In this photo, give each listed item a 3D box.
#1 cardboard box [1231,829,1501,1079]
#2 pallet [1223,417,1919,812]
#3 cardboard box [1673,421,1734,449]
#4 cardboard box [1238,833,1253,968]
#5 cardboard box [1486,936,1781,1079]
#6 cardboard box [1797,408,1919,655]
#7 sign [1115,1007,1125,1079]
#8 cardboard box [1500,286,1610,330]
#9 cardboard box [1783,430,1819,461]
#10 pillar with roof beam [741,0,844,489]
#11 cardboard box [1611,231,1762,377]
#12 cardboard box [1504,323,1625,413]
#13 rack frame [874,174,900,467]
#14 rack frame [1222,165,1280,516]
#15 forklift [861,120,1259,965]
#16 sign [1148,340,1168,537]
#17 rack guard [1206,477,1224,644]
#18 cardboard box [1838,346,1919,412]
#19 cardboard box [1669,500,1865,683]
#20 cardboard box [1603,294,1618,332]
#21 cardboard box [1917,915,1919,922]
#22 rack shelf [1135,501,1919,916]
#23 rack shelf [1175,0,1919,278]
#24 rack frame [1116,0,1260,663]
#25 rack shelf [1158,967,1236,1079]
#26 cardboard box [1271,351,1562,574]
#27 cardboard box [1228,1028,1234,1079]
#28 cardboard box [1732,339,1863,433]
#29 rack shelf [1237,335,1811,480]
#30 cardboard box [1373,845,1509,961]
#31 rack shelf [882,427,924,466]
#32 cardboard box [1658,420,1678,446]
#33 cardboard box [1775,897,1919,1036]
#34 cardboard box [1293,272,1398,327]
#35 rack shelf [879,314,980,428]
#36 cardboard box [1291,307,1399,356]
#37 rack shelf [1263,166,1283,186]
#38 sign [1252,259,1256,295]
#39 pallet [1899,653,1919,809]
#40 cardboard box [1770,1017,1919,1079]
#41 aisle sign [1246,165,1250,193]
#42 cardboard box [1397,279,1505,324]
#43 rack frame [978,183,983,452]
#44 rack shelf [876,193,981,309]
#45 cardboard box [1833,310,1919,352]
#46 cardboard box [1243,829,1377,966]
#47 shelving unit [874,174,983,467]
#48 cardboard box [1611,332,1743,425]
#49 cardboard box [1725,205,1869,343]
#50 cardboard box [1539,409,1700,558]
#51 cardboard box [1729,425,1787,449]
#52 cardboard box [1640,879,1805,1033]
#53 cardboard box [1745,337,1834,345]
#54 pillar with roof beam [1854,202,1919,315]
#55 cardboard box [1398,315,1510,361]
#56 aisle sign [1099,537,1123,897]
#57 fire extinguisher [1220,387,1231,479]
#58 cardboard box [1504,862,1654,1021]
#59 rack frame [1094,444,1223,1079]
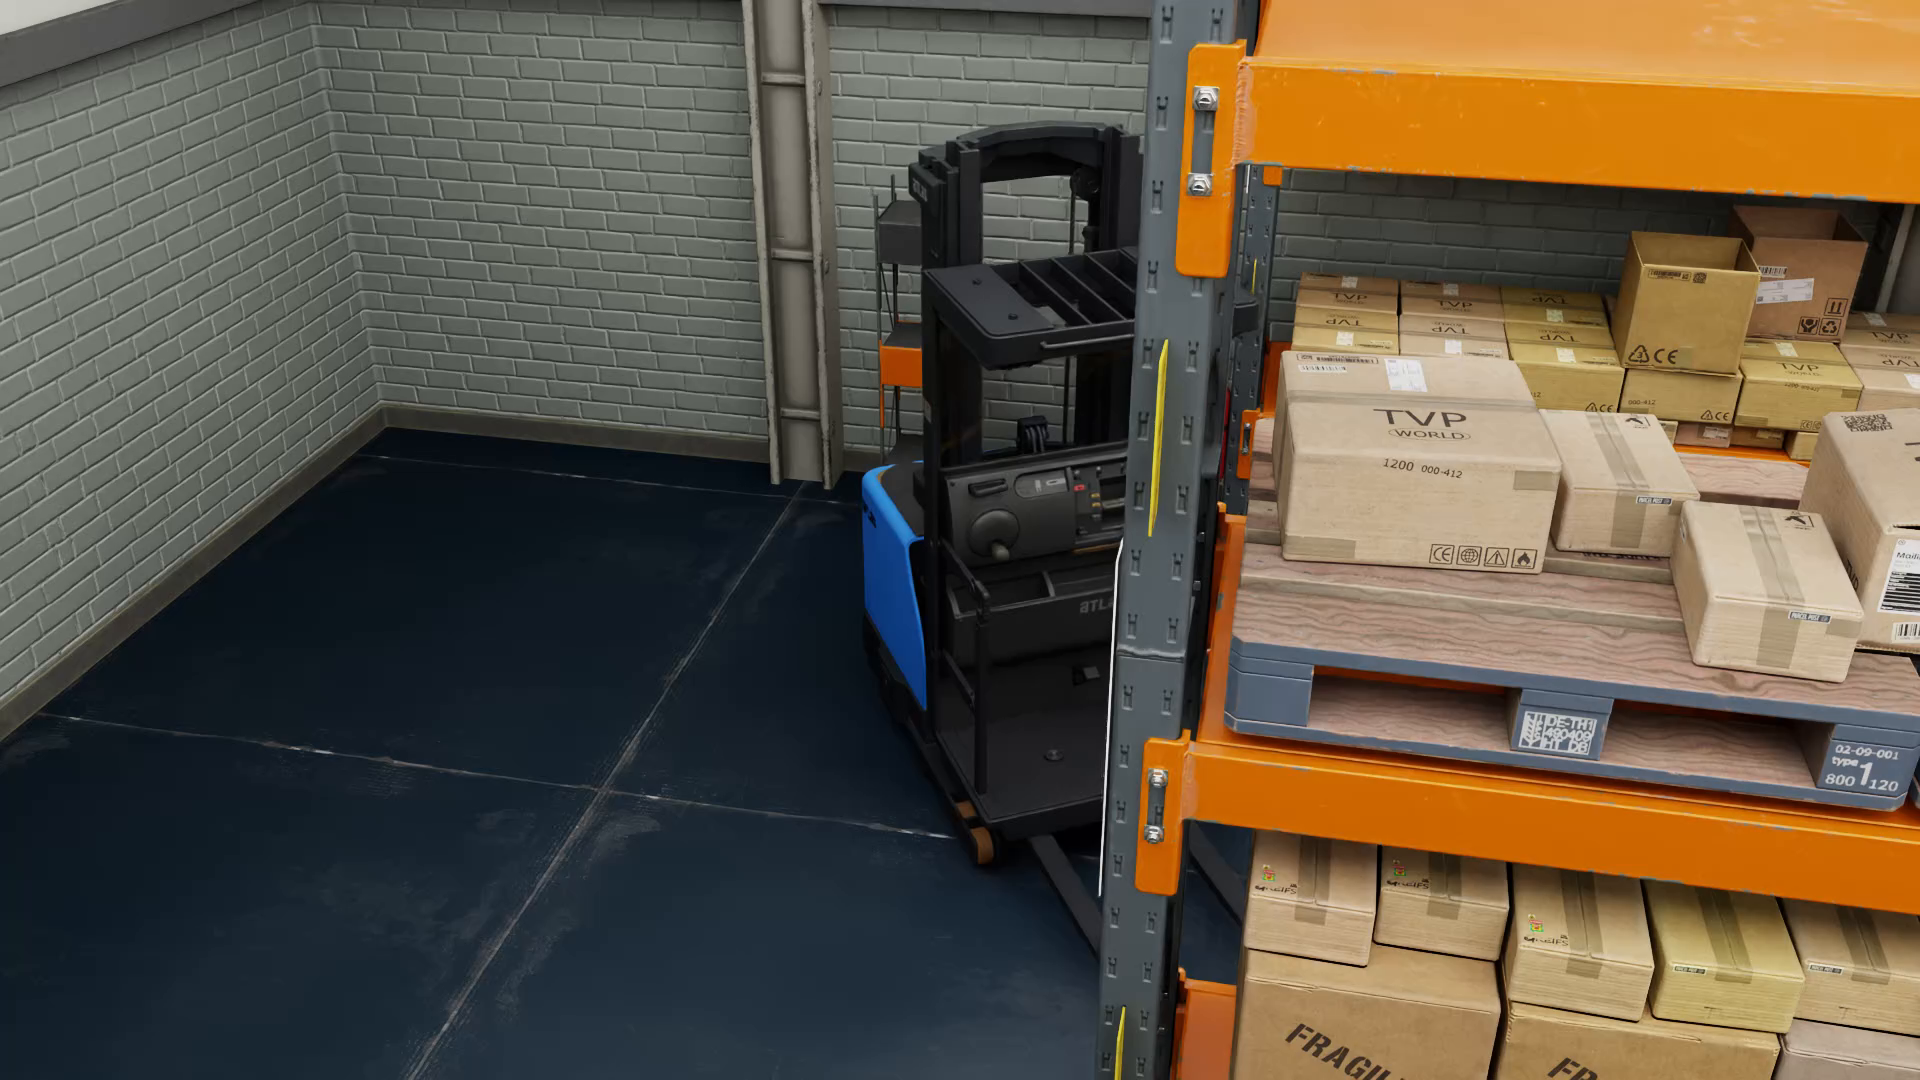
[{"bbox_3d":[0.868,1.003,3.649,0.500,0.500,0.500,5,29,9],"label":"cardboard box"},{"bbox_3d":[1.186,0.096,3.419,1.213,0.211,1.003,6,29,11],"label":"pallet"},{"bbox_3d":[3.533,-0.593,7.971,0.250,0.149,0.380,6,29,10],"label":"cardboard box"},{"bbox_3d":[0.979,0.758,4.097,0.500,0.500,0.500,7,29,12],"label":"cardboard box"},{"bbox_3d":[1.375,1.052,3.560,0.500,0.500,0.500,5,29,9],"label":"cardboard box"},{"bbox_3d":[1.911,-0.028,3.105,0.500,0.311,0.500,6,29,11],"label":"cardboard box"},{"bbox_3d":[0.336,1.149,3.543,0.005,0.325,0.100,6,29,11],"label":"sign"},{"bbox_3d":[2.983,-1.067,8.422,0.500,0.250,0.500,7,29,12],"label":"cardboard box"},{"bbox_3d":[4.013,-0.512,7.823,0.250,0.149,0.380,5,29,10],"label":"cardboard box"},{"bbox_3d":[-1.857,-2.331,4.637,0.400,9.000,9.100,6,29,11],"label":"pillar with roof beam"},{"bbox_3d":[3.345,-1.099,7.700,0.500,0.500,0.500,7,29,12],"label":"cardboard box"},{"bbox_3d":[2.868,-0.821,7.972,0.500,0.250,0.500,5,29,10],"label":"cardboard box"},{"bbox_3d":[-0.401,-0.962,9.321,0.015,2.100,0.400,6,29,11],"label":"rack frame"},{"bbox_3d":[1.491,-1.028,8.504,0.127,3.000,1.000,6,29,11],"label":"rack frame"},{"bbox_3d":[0.465,-0.103,6.885,1.130,2.935,3.031,-9,30,-17],"label":"forklift"},{"bbox_3d":[0.336,-0.170,2.821,0.005,0.325,0.100,6,29,11],"label":"sign"},{"bbox_3d":[1.565,0.076,9.090,0.348,0.500,1.175,6,29,11],"label":"rack guard"},{"bbox_3d":[4.361,-0.671,7.699,0.500,0.250,0.500,6,29,11],"label":"cardboard box"},{"bbox_3d":[1.474,0.087,3.064,0.250,0.149,0.380,7,29,12],"label":"cardboard box"},{"bbox_3d":[3.495,-1.014,8.326,0.500,0.250,0.500,6,29,10],"label":"cardboard box"},{"bbox_3d":[2.013,0.839,3.273,0.250,0.149,0.380,6,29,11],"label":"cardboard box"},{"bbox_3d":[2.414,0.504,3.331,4.000,0.370,1.077,6,29,11],"label":"rack shelf"},{"bbox_3d":[2.414,-0.636,2.707,4.000,0.370,1.077,6,29,11],"label":"rack shelf"},{"bbox_3d":[0.458,-1.328,2.805,0.127,3.000,1.000,6,29,11],"label":"rack frame"},{"bbox_3d":[2.414,1.820,4.052,4.000,0.370,1.077,6,29,11],"label":"rack shelf"},{"bbox_3d":[0.917,-0.172,3.431,0.500,0.250,0.500,3,29,6],"label":"cardboard box"},{"bbox_3d":[0.867,1.443,3.887,0.500,0.500,0.500,6,29,10],"label":"cardboard box"},{"bbox_3d":[3.876,-0.727,7.802,0.500,0.250,0.500,6,29,10],"label":"cardboard box"},{"bbox_3d":[3.447,-0.512,8.310,4.000,0.370,1.077,6,29,11],"label":"rack shelf"},{"bbox_3d":[1.019,0.695,3.536,0.250,0.149,0.380,7,29,12],"label":"cardboard box"},{"bbox_3d":[-0.162,-0.312,9.619,0.480,0.518,0.431,6,29,11],"label":"rack shelf"},{"bbox_3d":[3.266,-0.587,7.959,0.250,0.149,0.380,7,29,12],"label":"cardboard box"},{"bbox_3d":[1.778,0.794,3.354,0.250,0.149,0.380,6,29,11],"label":"cardboard box"},{"bbox_3d":[1.996,-1.171,8.612,0.500,0.250,0.500,7,29,12],"label":"cardboard box"},{"bbox_3d":[-0.162,-0.926,9.283,0.480,0.518,0.431,6,29,11],"label":"rack shelf"},{"bbox_3d":[1.878,-0.921,8.154,0.500,0.250,0.500,6,29,11],"label":"cardboard box"},{"bbox_3d":[3.447,-1.828,7.590,4.000,0.370,1.077,6,29,11],"label":"rack shelf"},{"bbox_3d":[1.378,-1.153,7.831,0.005,0.325,0.100,6,29,11],"label":"sign"},{"bbox_3d":[2.382,0.217,3.198,1.213,0.211,1.003,6,29,11],"label":"pallet"},{"bbox_3d":[1.880,1.100,3.473,0.500,0.500,0.500,6,29,10],"label":"cardboard box"},{"bbox_3d":[1.363,-2.037,7.640,0.004,0.787,0.394,6,29,11],"label":"aisle sign"},{"bbox_3d":[2.500,-1.119,8.516,0.500,0.250,0.500,6,29,11],"label":"cardboard box"},{"bbox_3d":[0.077,-0.913,9.231,0.015,2.100,0.400,6,29,11],"label":"rack frame"},{"bbox_3d":[-0.162,-1.540,8.946,0.480,0.518,0.431,6,29,11],"label":"rack shelf"},{"bbox_3d":[4.483,-0.915,8.144,0.500,0.250,0.500,6,29,10],"label":"cardboard box"},{"bbox_3d":[0.747,0.702,3.523,0.250,0.149,0.380,6,29,12],"label":"cardboard box"},{"bbox_3d":[-0.162,-0.938,9.276,0.503,2.100,0.431,6,29,11],"label":"shelving unit"},{"bbox_3d":[3.372,-0.780,7.897,0.500,0.250,0.500,5,29,9],"label":"cardboard box"},{"bbox_3d":[4.002,-1.295,8.057,0.500,0.500,0.500,5,29,9],"label":"cardboard box"},{"bbox_3d":[1.344,-0.123,3.447,0.250,0.149,0.380,4,29,7],"label":"cardboard box"},{"bbox_3d":[3.784,-0.590,7.966,0.250,0.149,0.380,6,29,11],"label":"cardboard box"},{"bbox_3d":[1.510,0.793,3.357,0.250,0.149,0.380,5,29,9],"label":"cardboard box"},{"bbox_3d":[3.979,-0.968,8.240,0.500,0.250,0.500,6,29,12],"label":"cardboard box"},{"bbox_3d":[4.011,-1.730,3.538,0.400,9.000,9.100,6,29,11],"label":"pillar with roof beam"},{"bbox_3d":[2.371,-0.870,8.062,0.500,0.250,0.500,6,29,11],"label":"cardboard box"},{"bbox_3d":[0.327,0.292,3.385,0.004,0.787,0.394,6,29,11],"label":"aisle sign"},{"bbox_3d":[1.251,-0.628,8.243,0.183,0.674,0.296,6,29,11],"label":"fire extinguisher"},{"bbox_3d":[1.249,0.775,3.390,0.250,0.149,0.380,7,29,12],"label":"cardboard box"},{"bbox_3d":[0.458,1.304,4.245,0.127,3.000,1.000,6,29,11],"label":"rack frame"}]
